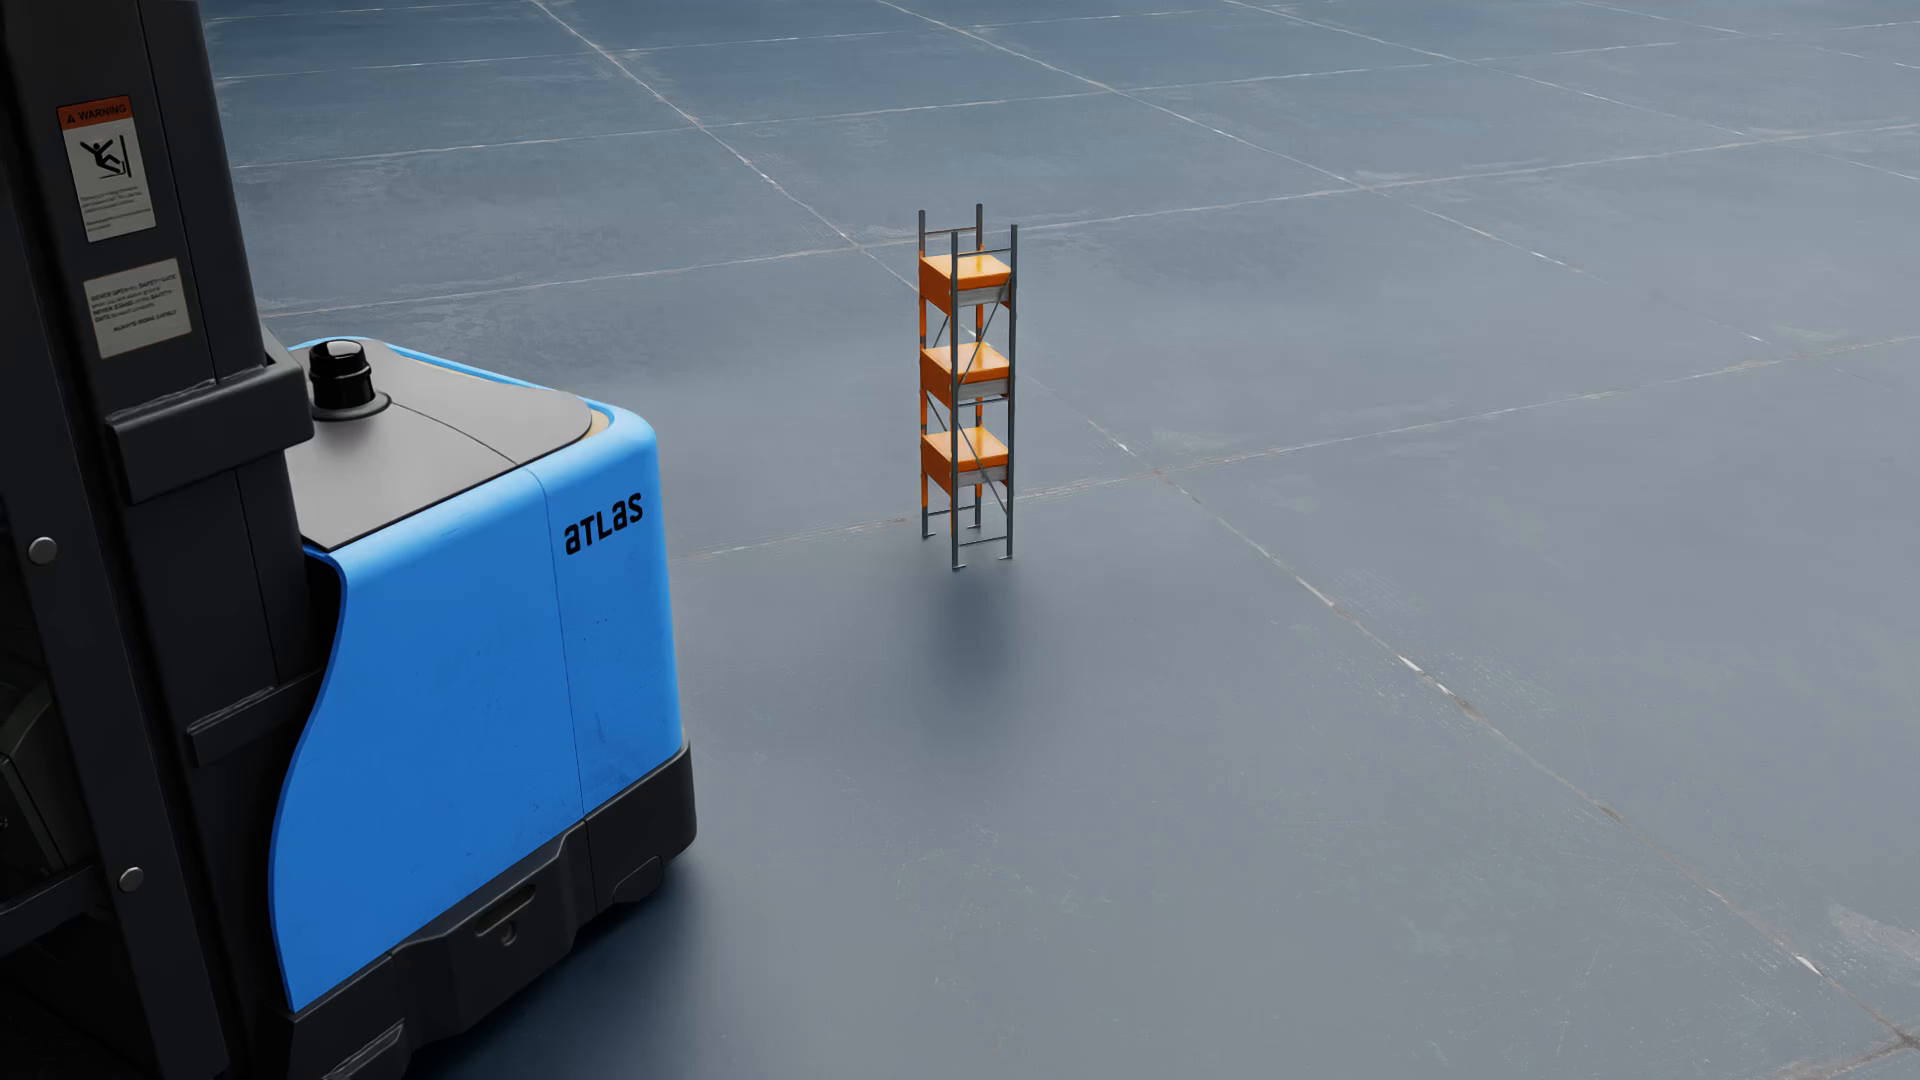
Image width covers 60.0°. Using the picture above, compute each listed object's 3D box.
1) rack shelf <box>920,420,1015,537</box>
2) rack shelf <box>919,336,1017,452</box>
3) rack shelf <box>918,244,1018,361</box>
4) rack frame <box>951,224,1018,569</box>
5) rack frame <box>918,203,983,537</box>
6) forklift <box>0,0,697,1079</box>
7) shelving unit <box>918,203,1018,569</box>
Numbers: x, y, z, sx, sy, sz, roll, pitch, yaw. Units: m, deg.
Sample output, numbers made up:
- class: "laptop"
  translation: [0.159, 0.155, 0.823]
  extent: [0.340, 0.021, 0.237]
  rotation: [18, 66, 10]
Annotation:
- class: "rack shelf"
  translation: [0.021, -0.191, 5.102]
  extent: [0.215, 0.259, 0.240]
  rotation: [-11, 28, -21]
- class: "rack shelf"
  translation: [0.021, -0.441, 4.980]
  extent: [0.215, 0.259, 0.240]
  rotation: [-11, 28, -21]
- class: "rack shelf"
  translation: [0.021, -0.696, 4.856]
  extent: [0.215, 0.259, 0.240]
  rotation: [-11, 28, -21]
- class: "rack frame"
  translation: [0.069, -0.401, 4.875]
  extent: [0.200, 1.050, 0.008]
  rotation: [-11, 28, -21]
- class: "rack frame"
  translation: [-0.027, -0.499, 5.076]
  extent: [0.200, 1.050, 0.008]
  rotation: [-11, 28, -21]
- class: "forklift"
  translation: [-1.823, -0.178, 2.274]
  extent: [1.130, 2.935, 3.031]
  rotation: [16, 30, 30]
- class: "shelving unit"
  translation: [0.021, -0.450, 4.975]
  extent: [0.215, 1.050, 0.252]
  rotation: [-11, 28, -21]
